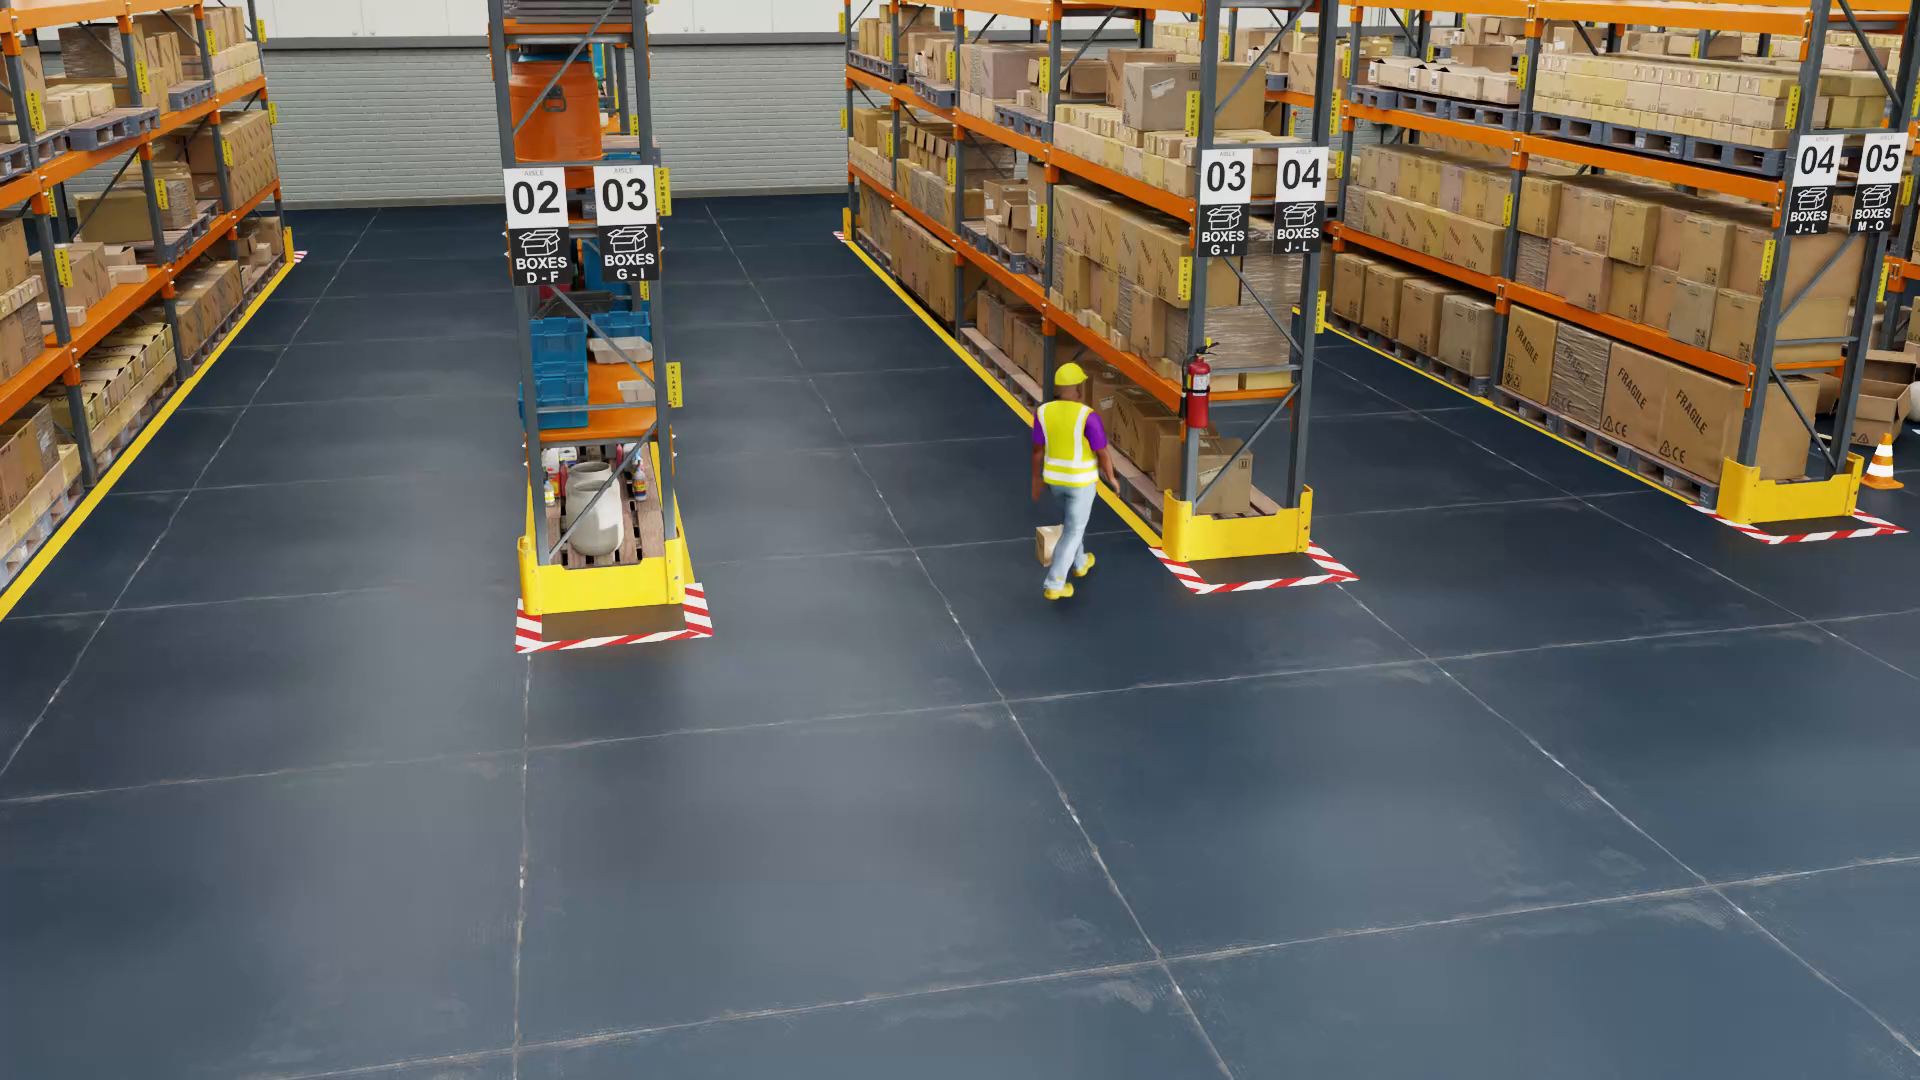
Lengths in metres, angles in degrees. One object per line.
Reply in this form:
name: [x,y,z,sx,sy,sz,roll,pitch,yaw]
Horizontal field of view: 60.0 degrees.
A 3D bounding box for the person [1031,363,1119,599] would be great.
person: [0.865,-0.463,12.358,0.591,1.736,0.968,14,24,34]
